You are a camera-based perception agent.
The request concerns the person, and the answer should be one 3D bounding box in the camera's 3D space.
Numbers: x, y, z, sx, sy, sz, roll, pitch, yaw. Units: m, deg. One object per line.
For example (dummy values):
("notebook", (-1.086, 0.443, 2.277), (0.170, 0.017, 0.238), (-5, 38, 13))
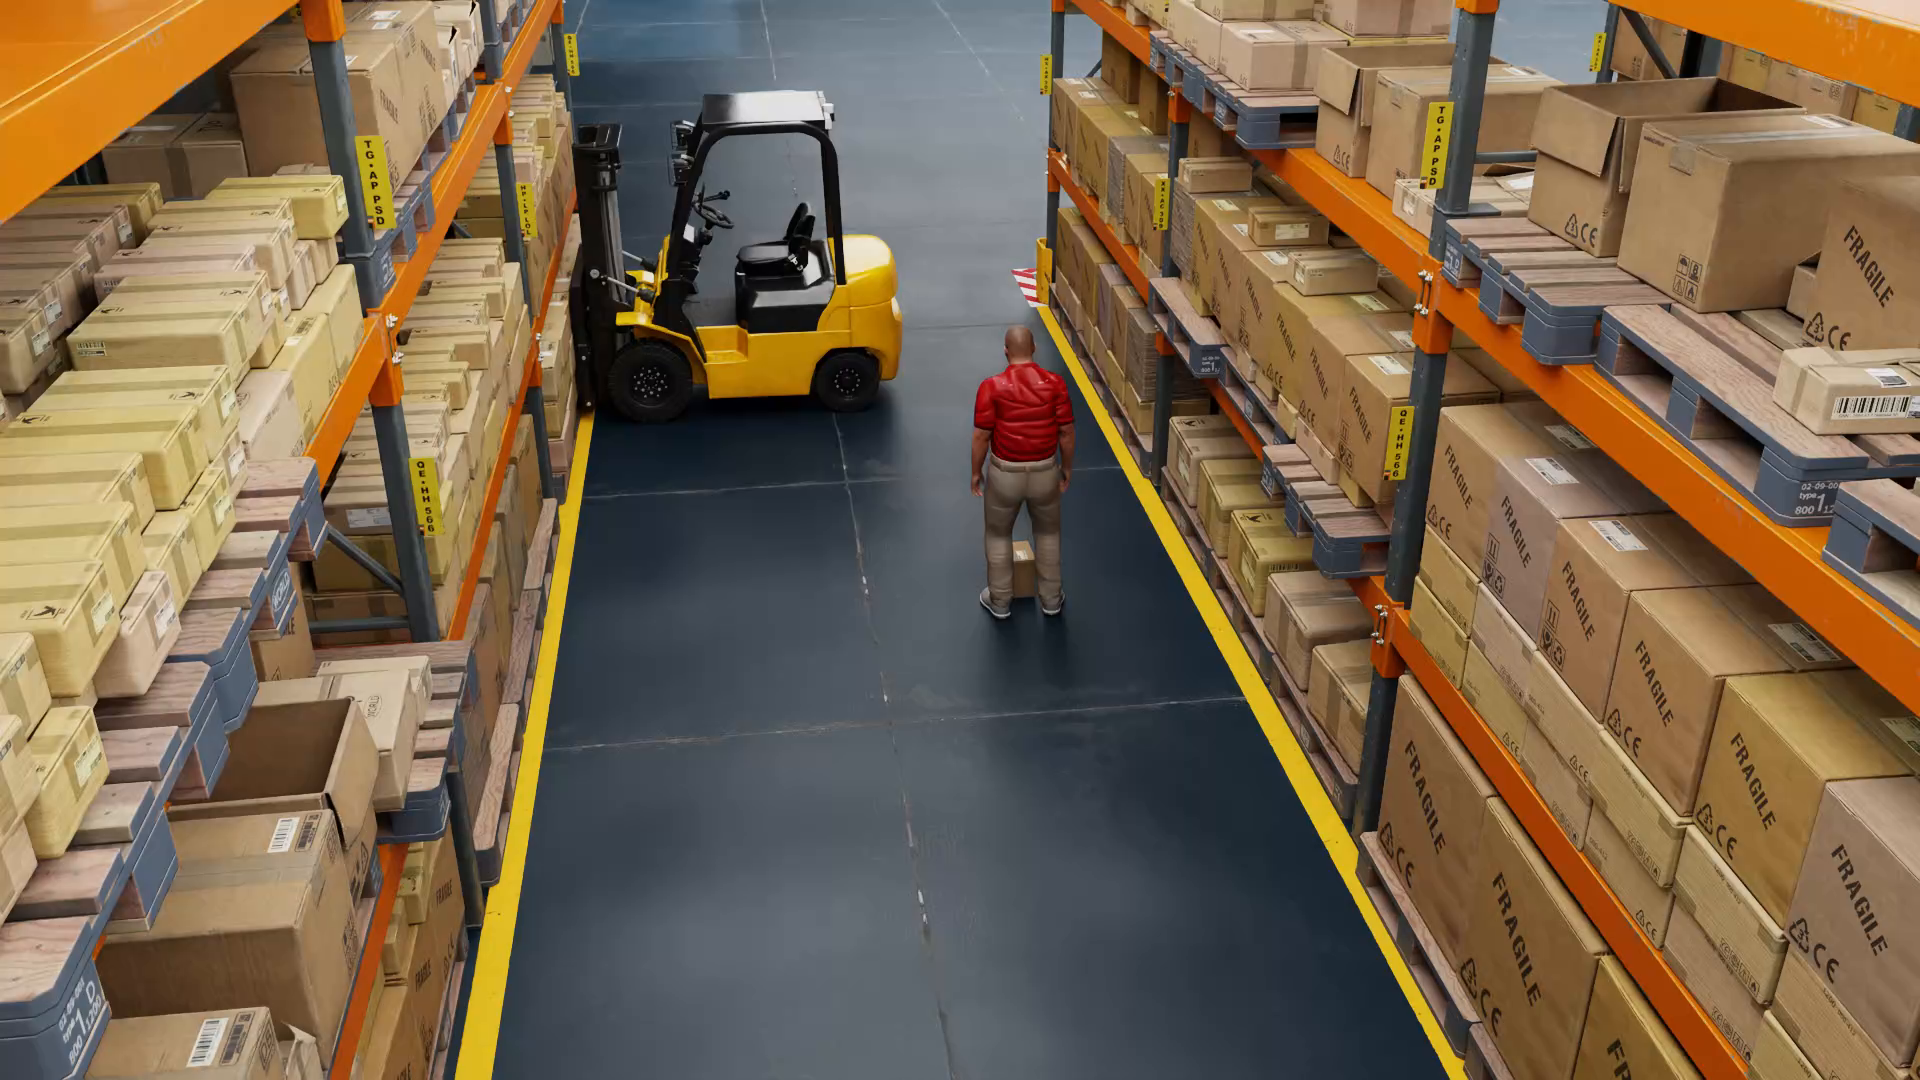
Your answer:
("person", (0.349, -0.368, 9.355), (0.586, 1.727, 0.393), (-3, 27, -7))
